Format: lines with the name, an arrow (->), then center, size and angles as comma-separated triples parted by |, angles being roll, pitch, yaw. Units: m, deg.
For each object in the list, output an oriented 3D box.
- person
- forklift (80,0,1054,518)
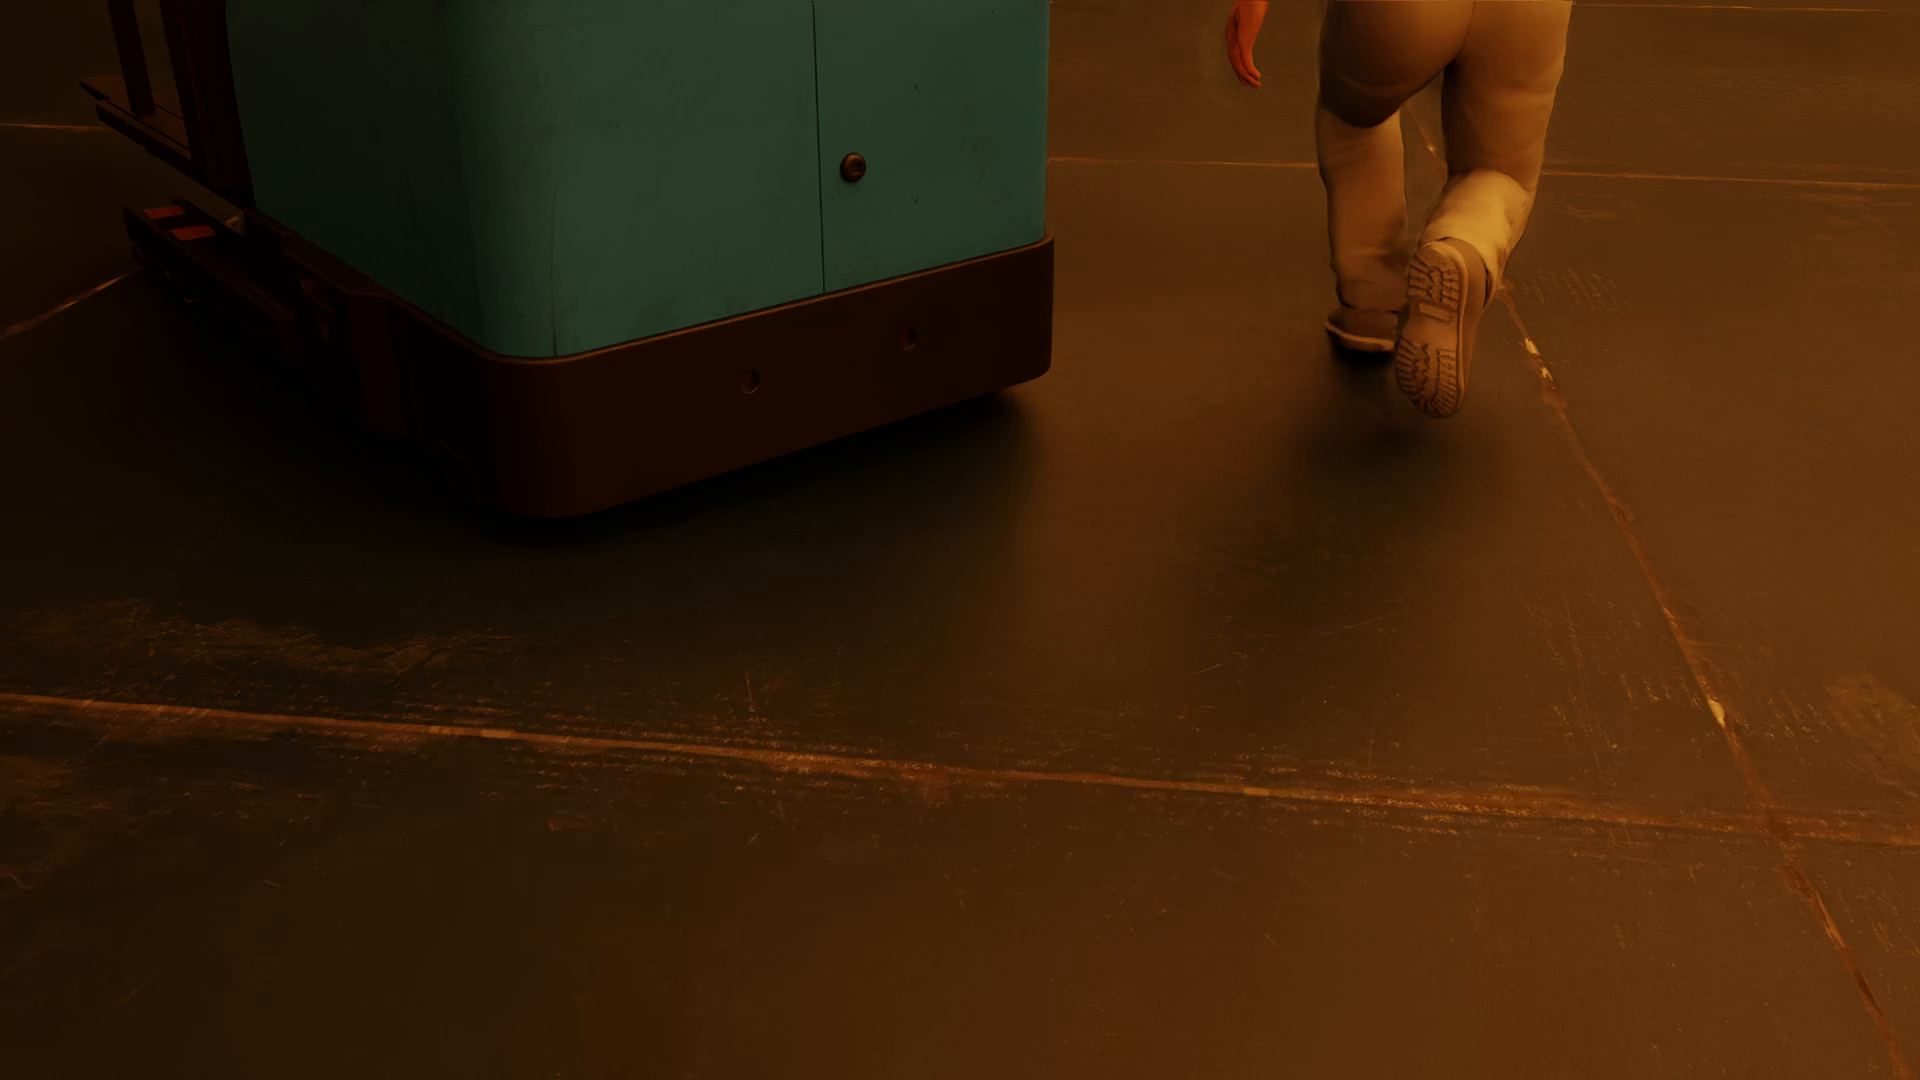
person -> 0.764, -1.013, 2.878 | 0.654, 1.531, 0.830 | -1, 27, -3
forklift -> -1.158, -1.930, 3.085 | 1.130, 2.935, 3.031 | -20, 33, -34
